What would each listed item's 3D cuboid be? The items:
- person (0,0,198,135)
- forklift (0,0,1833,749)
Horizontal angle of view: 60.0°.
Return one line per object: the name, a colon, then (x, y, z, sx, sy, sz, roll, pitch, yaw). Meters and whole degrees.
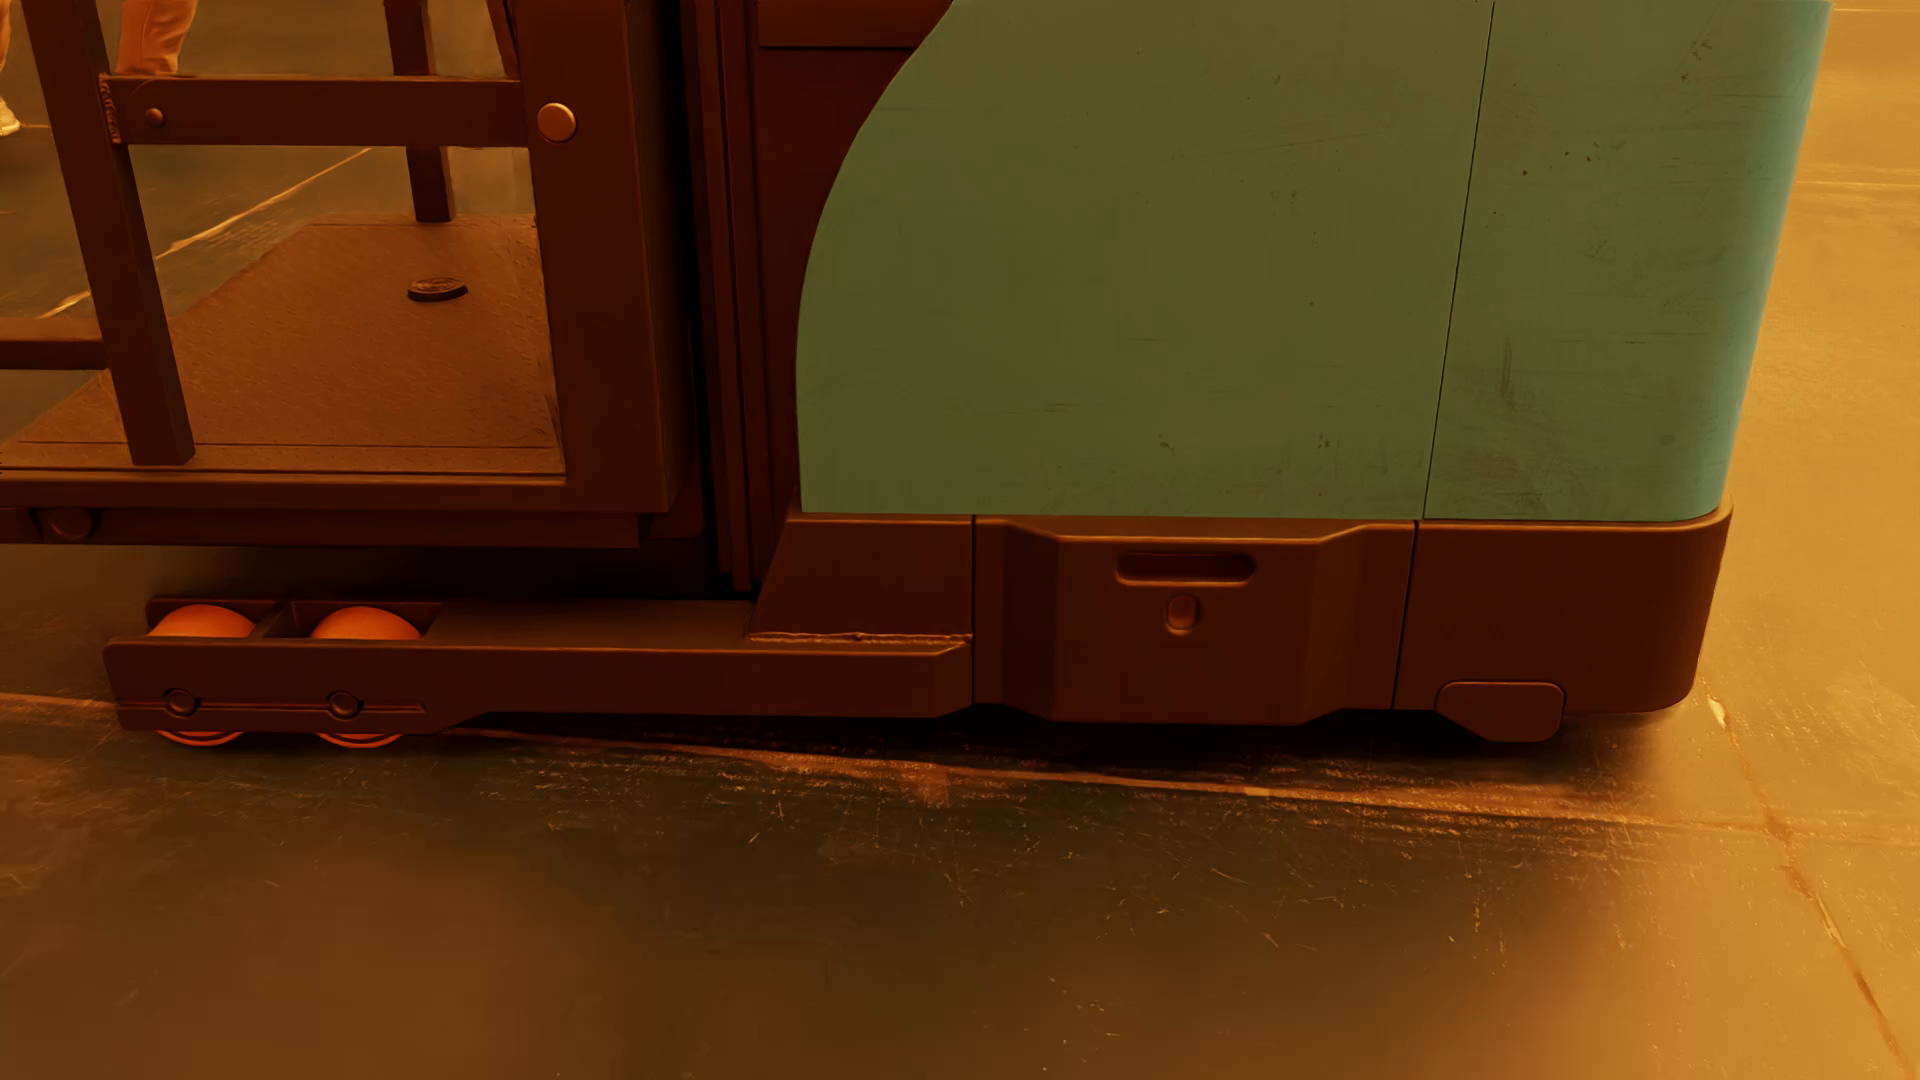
person: (-2.507, -1.878, 4.466, 0.934, 1.633, 0.563, -22, 34, -37)
forklift: (-0.617, -1.297, 1.816, 3.031, 2.935, 1.130, 1, 27, 1)
